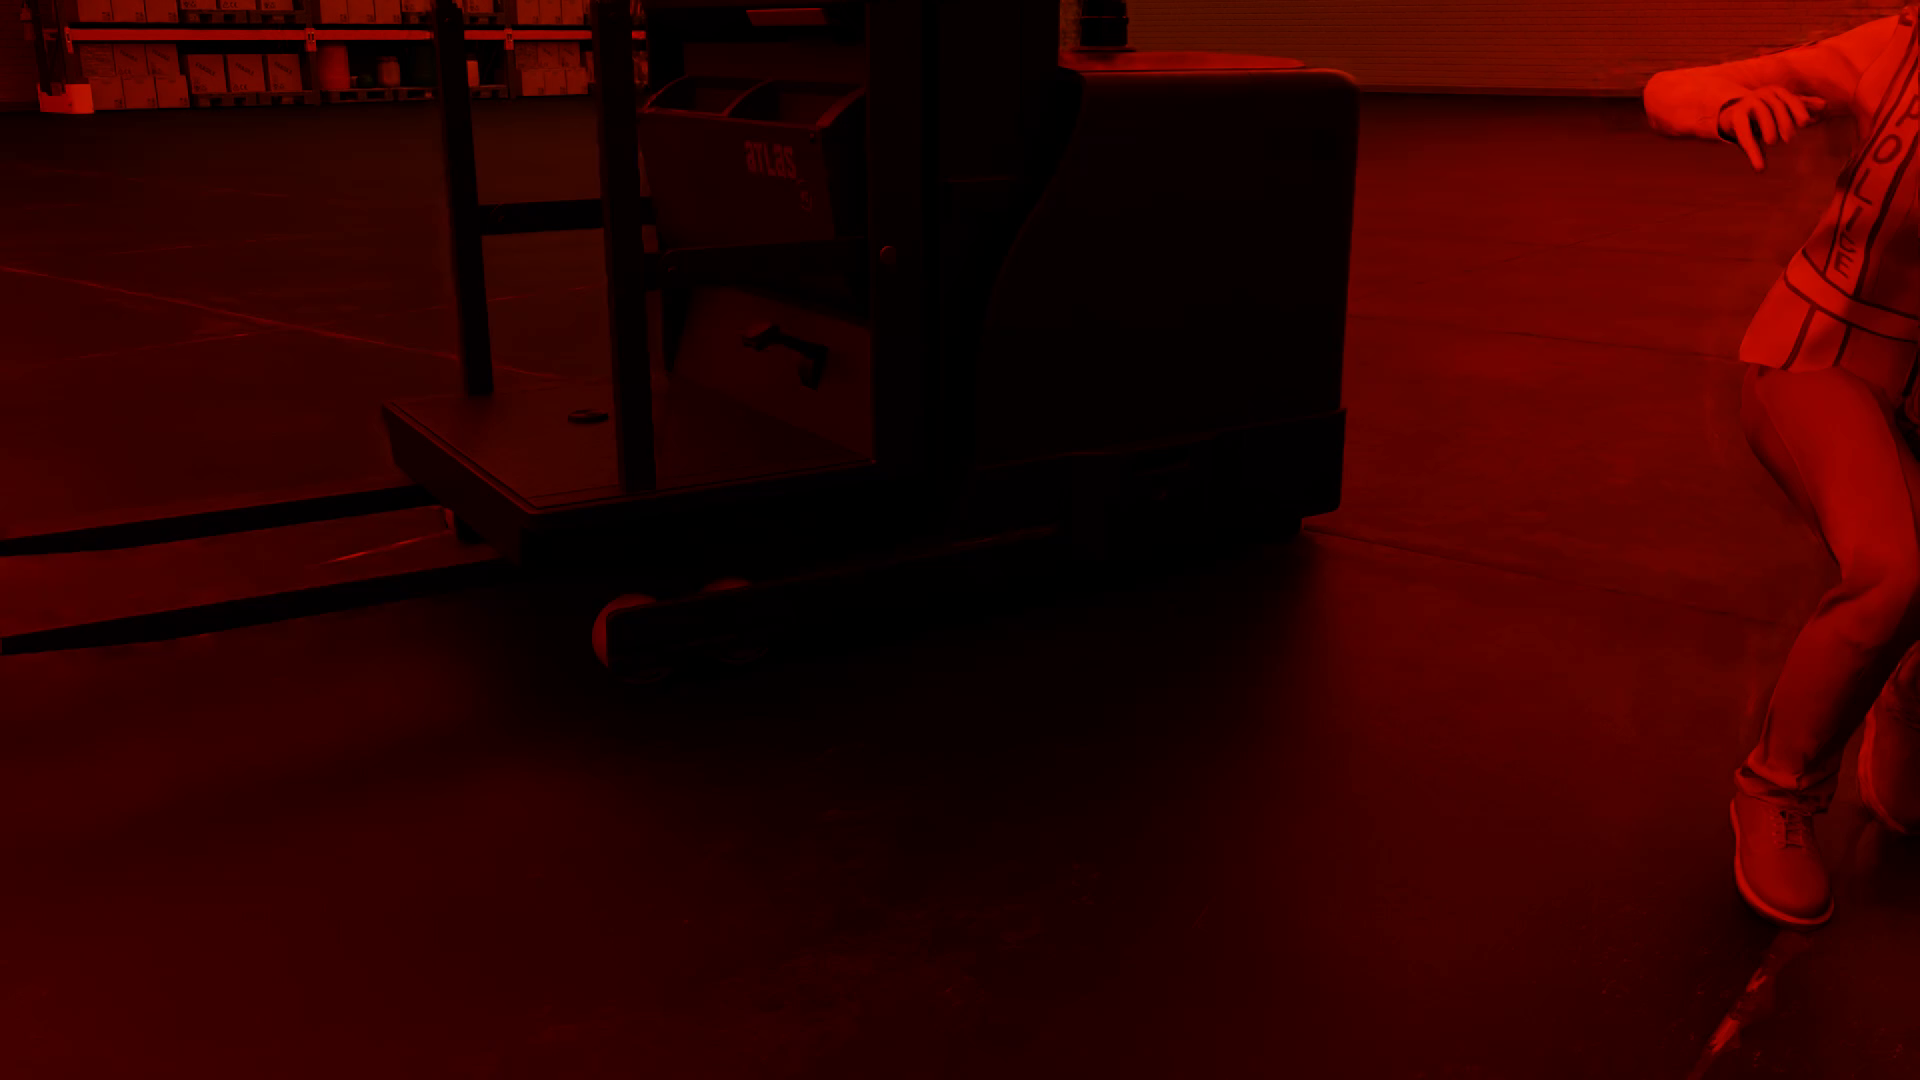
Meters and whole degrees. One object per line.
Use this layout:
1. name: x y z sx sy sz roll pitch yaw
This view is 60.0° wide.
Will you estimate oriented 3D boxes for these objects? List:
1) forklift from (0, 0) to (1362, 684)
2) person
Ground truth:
1. forklift: -0.615 -1.311 3.215 3.031 2.935 1.130 -10 20 -30
2. person: 1.260 -0.172 2.110 0.729 1.394 0.898 3 17 8
